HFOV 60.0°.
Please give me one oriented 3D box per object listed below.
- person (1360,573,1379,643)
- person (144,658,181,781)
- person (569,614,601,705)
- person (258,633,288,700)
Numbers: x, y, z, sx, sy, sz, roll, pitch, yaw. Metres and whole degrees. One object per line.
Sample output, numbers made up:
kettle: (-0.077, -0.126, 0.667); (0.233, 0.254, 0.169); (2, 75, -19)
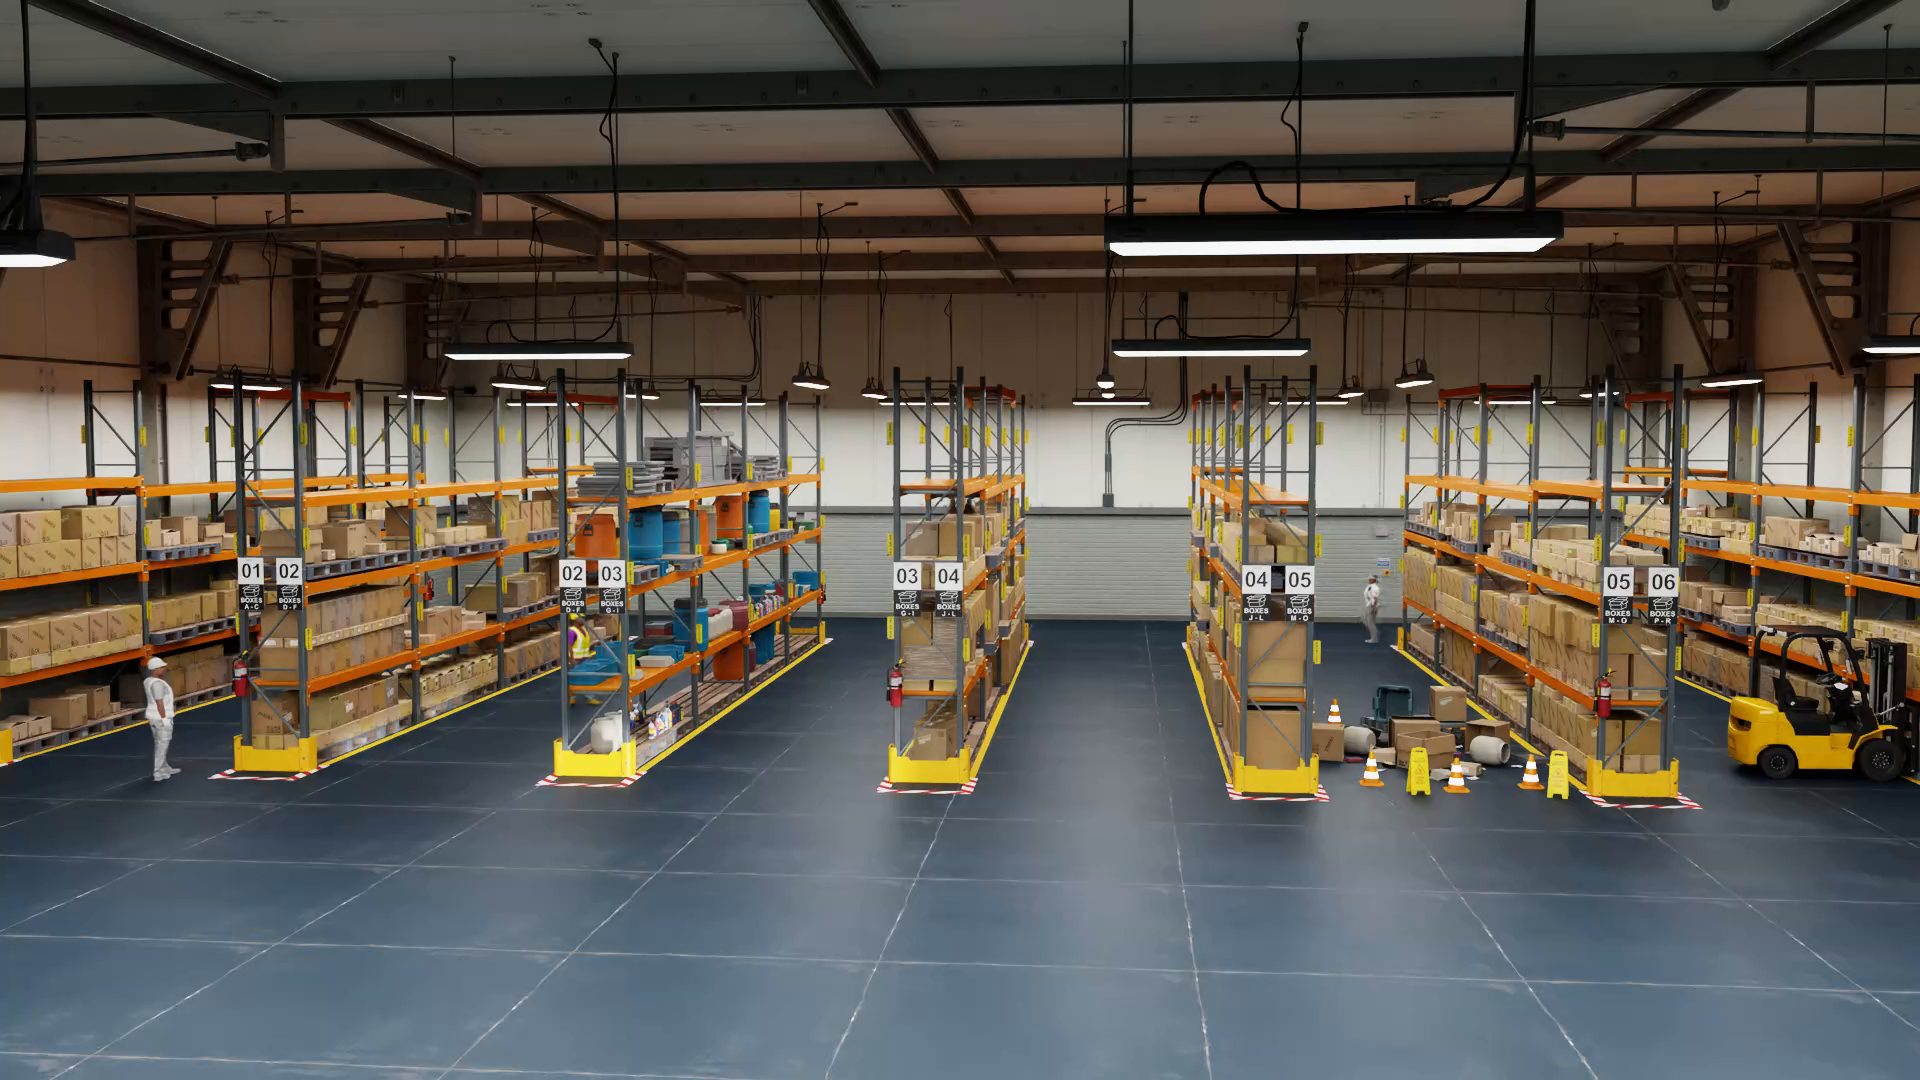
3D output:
person: (9.934, 1.647, 40.184); (0.444, 1.692, 0.493); (0, 4, 4)
person: (-11.662, 2.600, 24.390); (0.569, 1.782, 0.584); (2, 4, 34)
person: (-7.069, 2.207, 30.972); (0.614, 1.766, 0.614); (3, 5, 41)
person: (-12.599, 2.259, 30.654); (0.545, 1.761, 0.709); (2, 4, 28)
